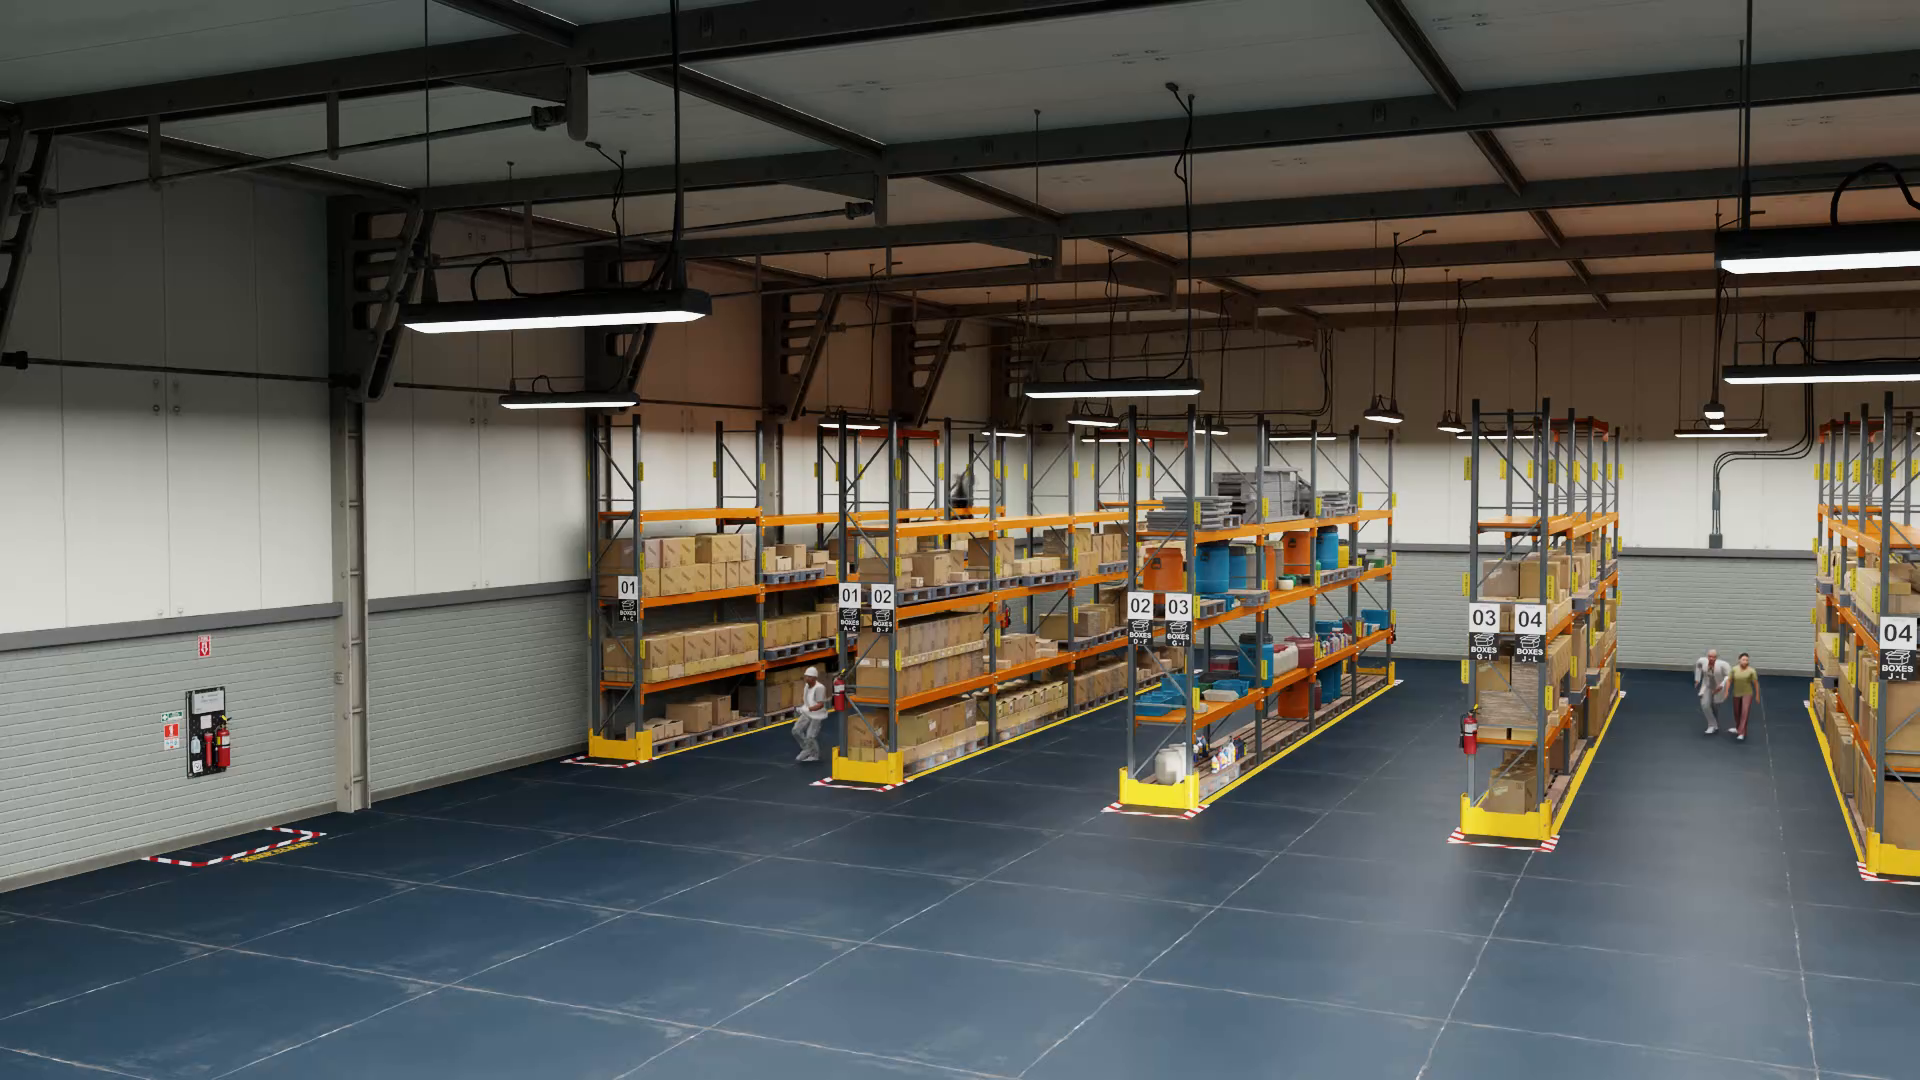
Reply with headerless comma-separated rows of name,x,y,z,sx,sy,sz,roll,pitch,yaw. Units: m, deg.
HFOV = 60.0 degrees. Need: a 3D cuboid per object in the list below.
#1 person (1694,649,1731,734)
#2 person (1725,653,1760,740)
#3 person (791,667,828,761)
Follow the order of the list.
person,14.569,2.881,32.088,0.703,1.633,1.114,1,3,32
person,14.655,2.905,31.186,0.600,1.600,0.966,2,3,41
person,-2.584,2.990,28.389,0.854,1.665,0.714,2,3,44
